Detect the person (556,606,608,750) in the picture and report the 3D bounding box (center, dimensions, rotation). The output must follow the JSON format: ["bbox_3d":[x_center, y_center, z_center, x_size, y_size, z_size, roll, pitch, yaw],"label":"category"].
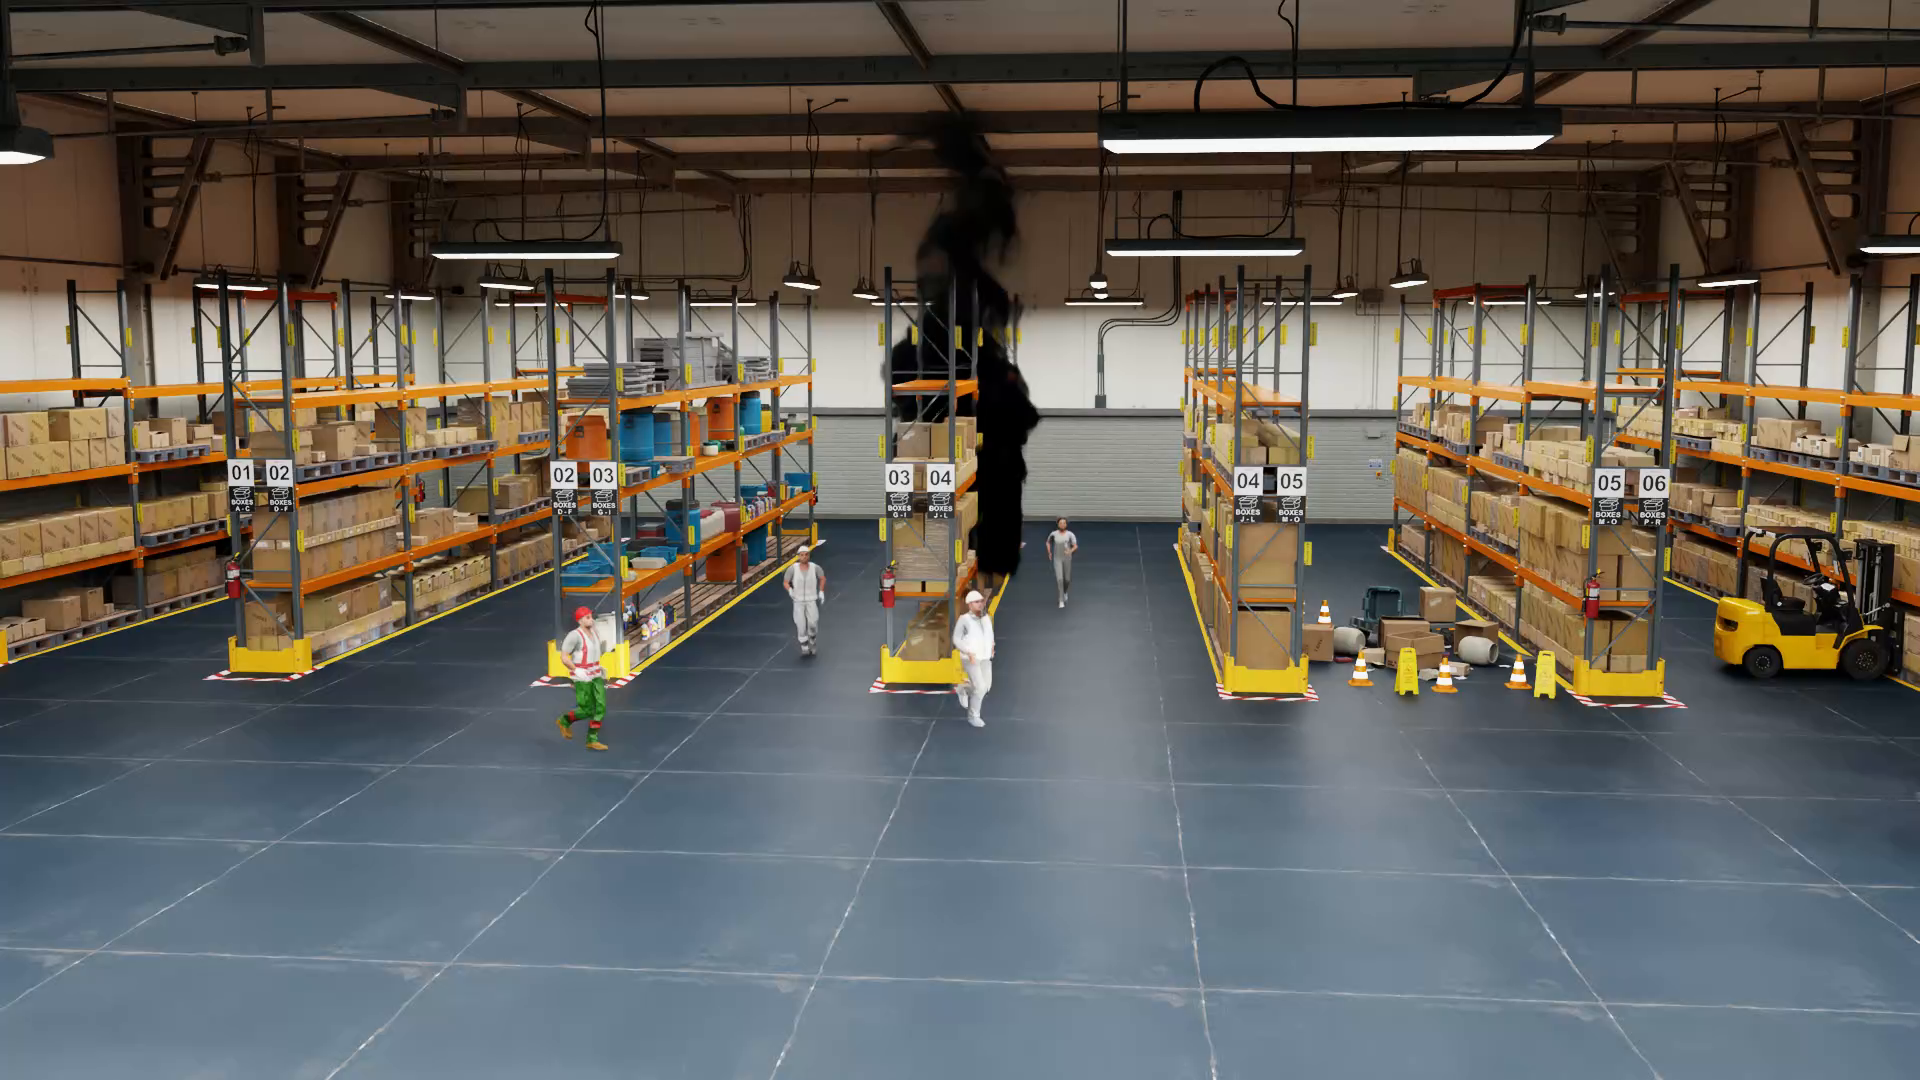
[{"bbox_3d":[-4.618,1.680,20.313,0.707,1.757,0.652,4,8,28],"label":"person"}]

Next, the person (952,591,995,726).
[{"bbox_3d":[0.153,1.520,21.699,0.668,1.756,0.651,-6,9,-39],"label":"person"}]

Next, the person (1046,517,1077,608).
[{"bbox_3d":[1.900,0.394,31.091,0.580,1.662,0.854,0,7,1],"label":"person"}]

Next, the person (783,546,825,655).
[{"bbox_3d":[-2.437,0.964,26.031,0.665,1.744,0.593,-1,7,-4],"label":"person"}]
